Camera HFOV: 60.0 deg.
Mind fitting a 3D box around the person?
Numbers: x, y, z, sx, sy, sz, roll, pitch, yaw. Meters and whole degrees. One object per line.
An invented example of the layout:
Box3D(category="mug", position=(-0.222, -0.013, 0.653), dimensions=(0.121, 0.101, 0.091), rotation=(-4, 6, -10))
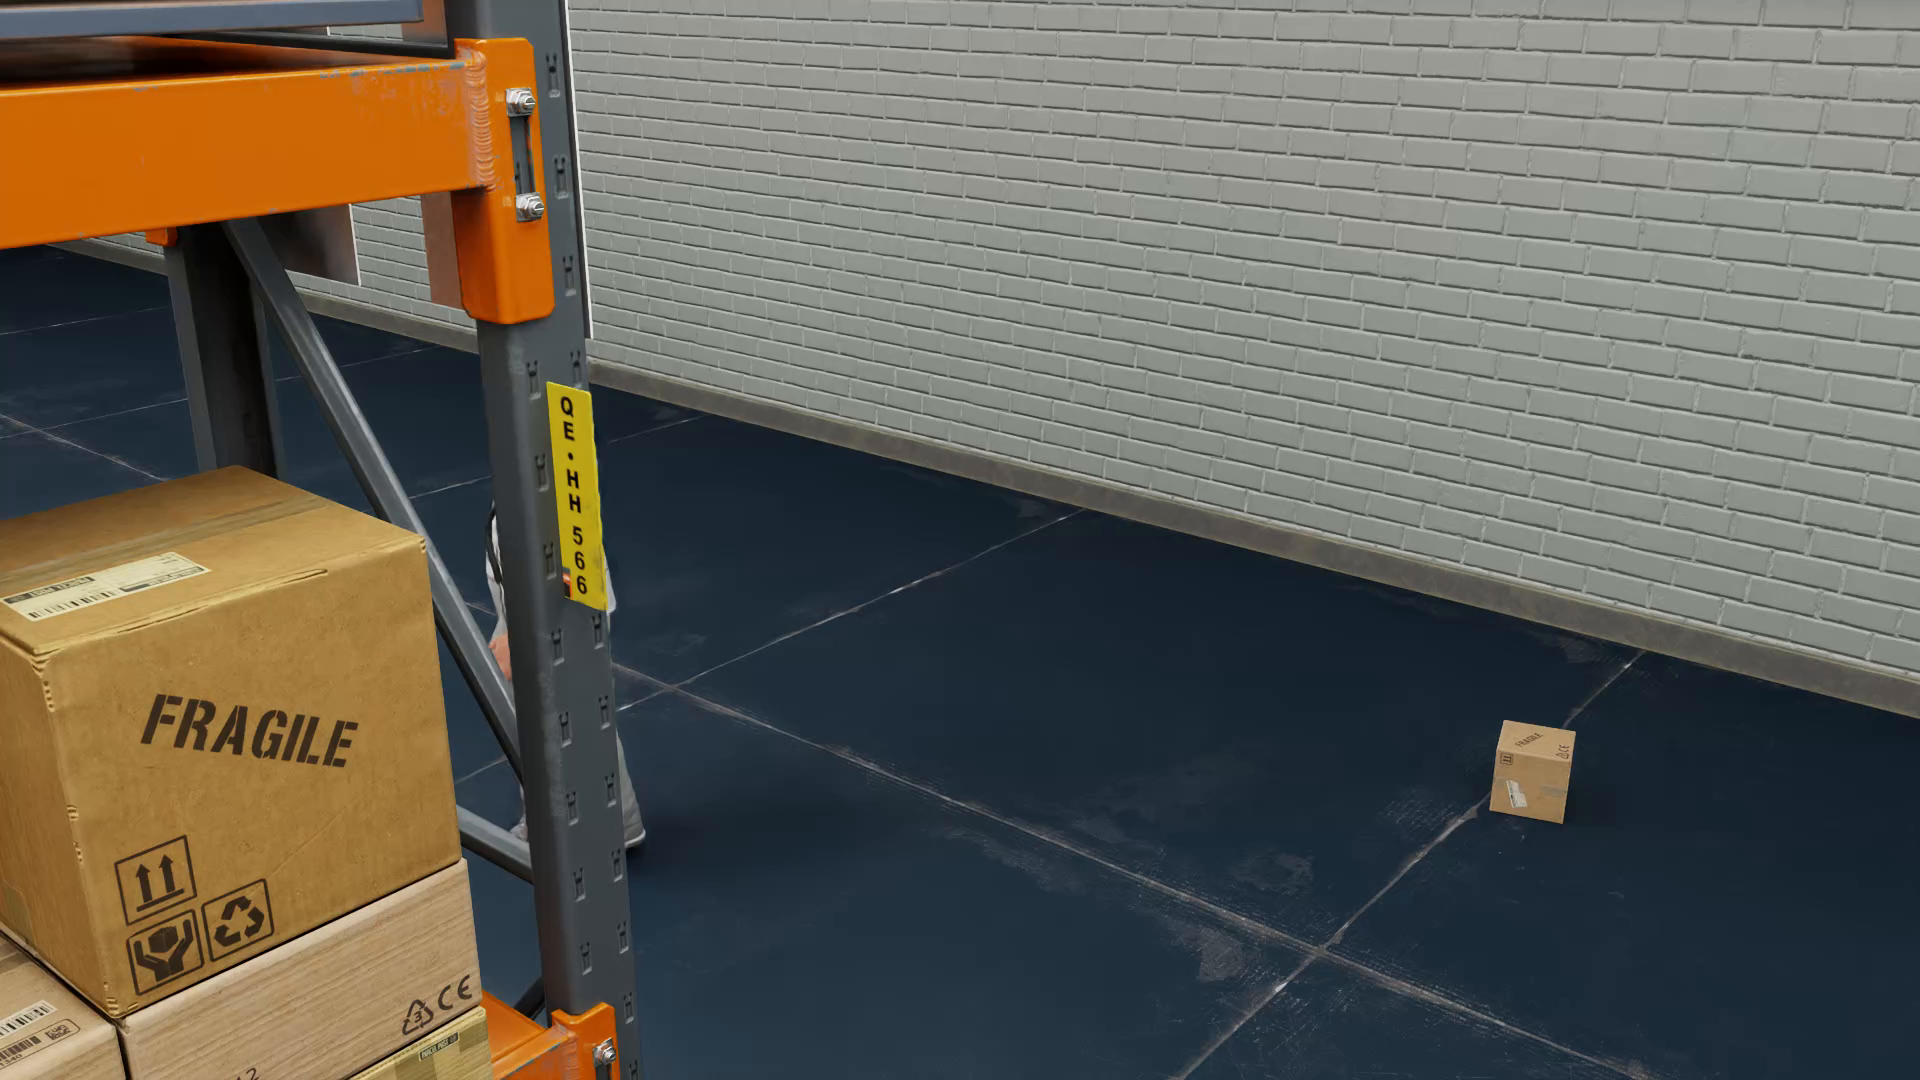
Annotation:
Box3D(category="person", position=(-1.335, 0.258, 5.374), dimensions=(0.510, 1.843, 0.548), rotation=(-5, 21, -13))
